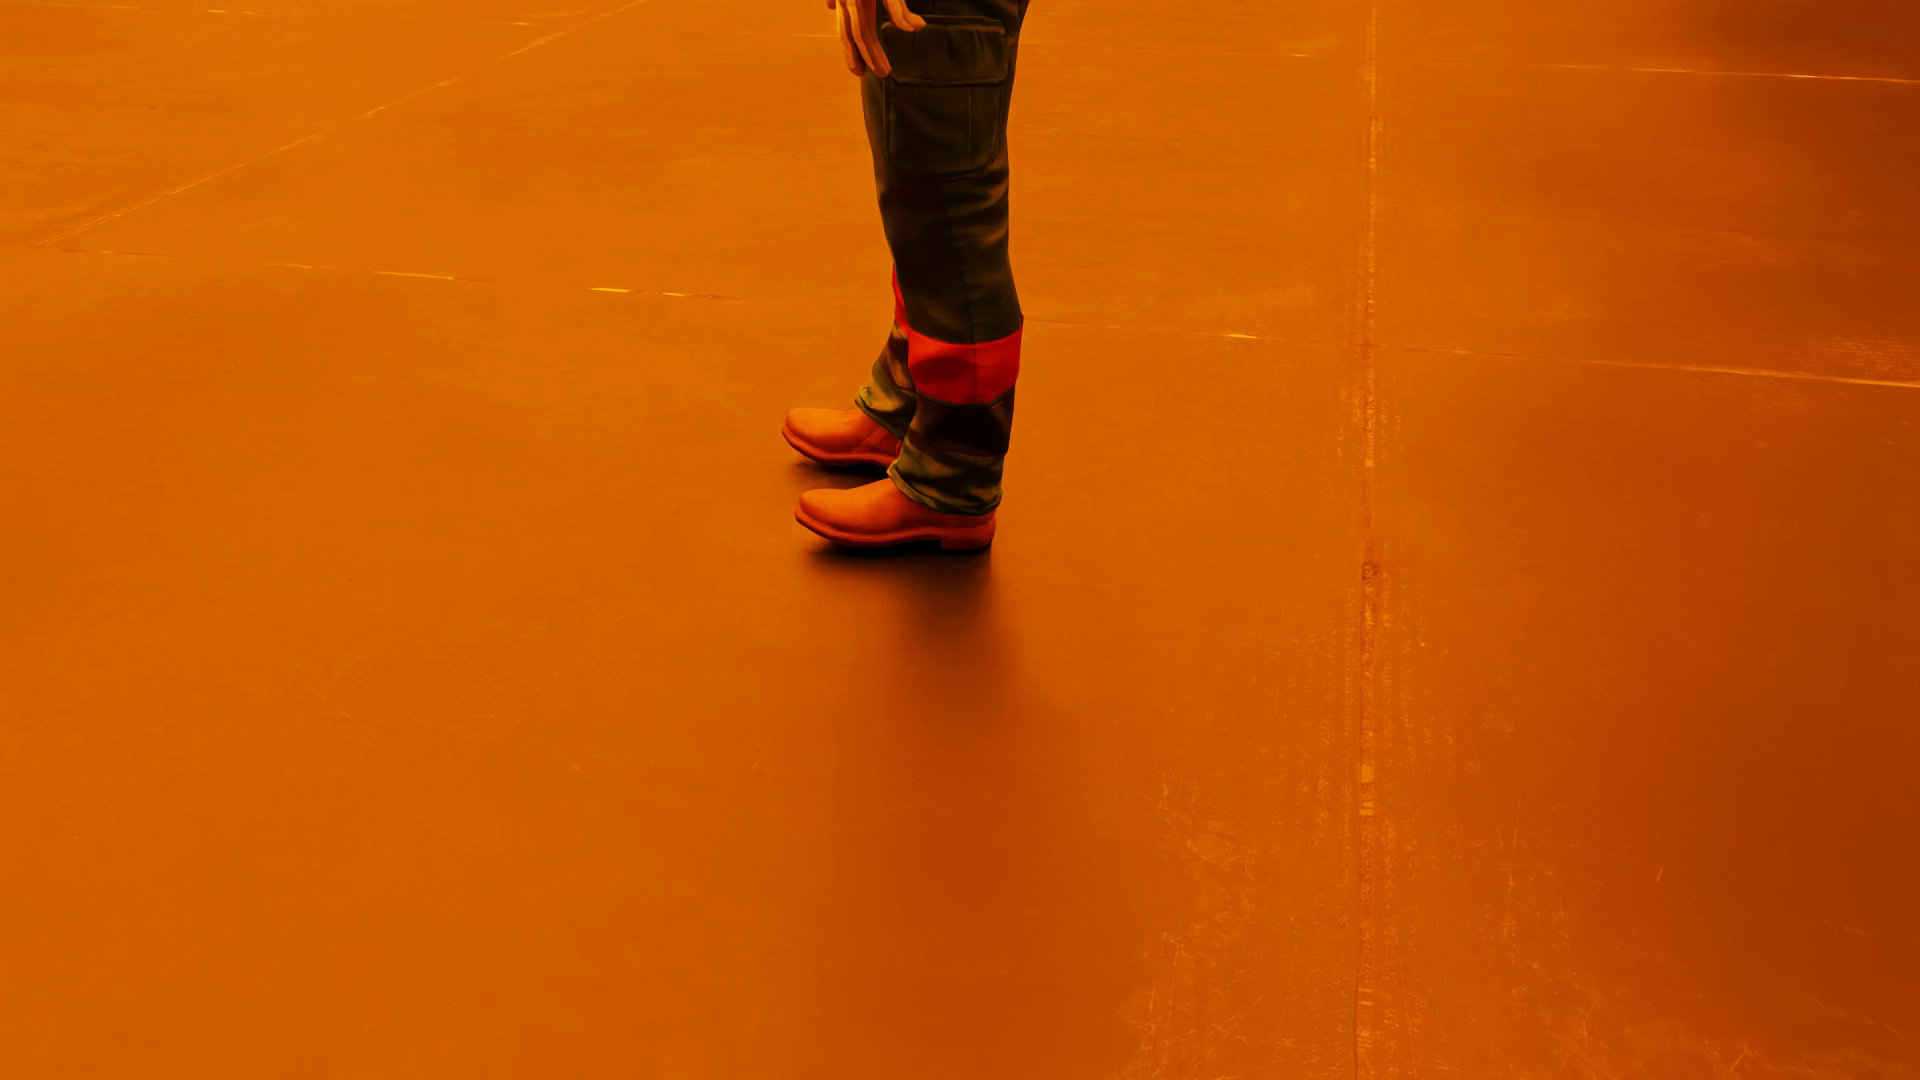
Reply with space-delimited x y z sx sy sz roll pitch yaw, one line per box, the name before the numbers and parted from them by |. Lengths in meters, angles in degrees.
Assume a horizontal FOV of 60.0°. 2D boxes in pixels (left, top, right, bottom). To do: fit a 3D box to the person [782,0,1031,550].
person | -0.075 -0.819 2.120 0.564 1.787 0.637 6 27 11
